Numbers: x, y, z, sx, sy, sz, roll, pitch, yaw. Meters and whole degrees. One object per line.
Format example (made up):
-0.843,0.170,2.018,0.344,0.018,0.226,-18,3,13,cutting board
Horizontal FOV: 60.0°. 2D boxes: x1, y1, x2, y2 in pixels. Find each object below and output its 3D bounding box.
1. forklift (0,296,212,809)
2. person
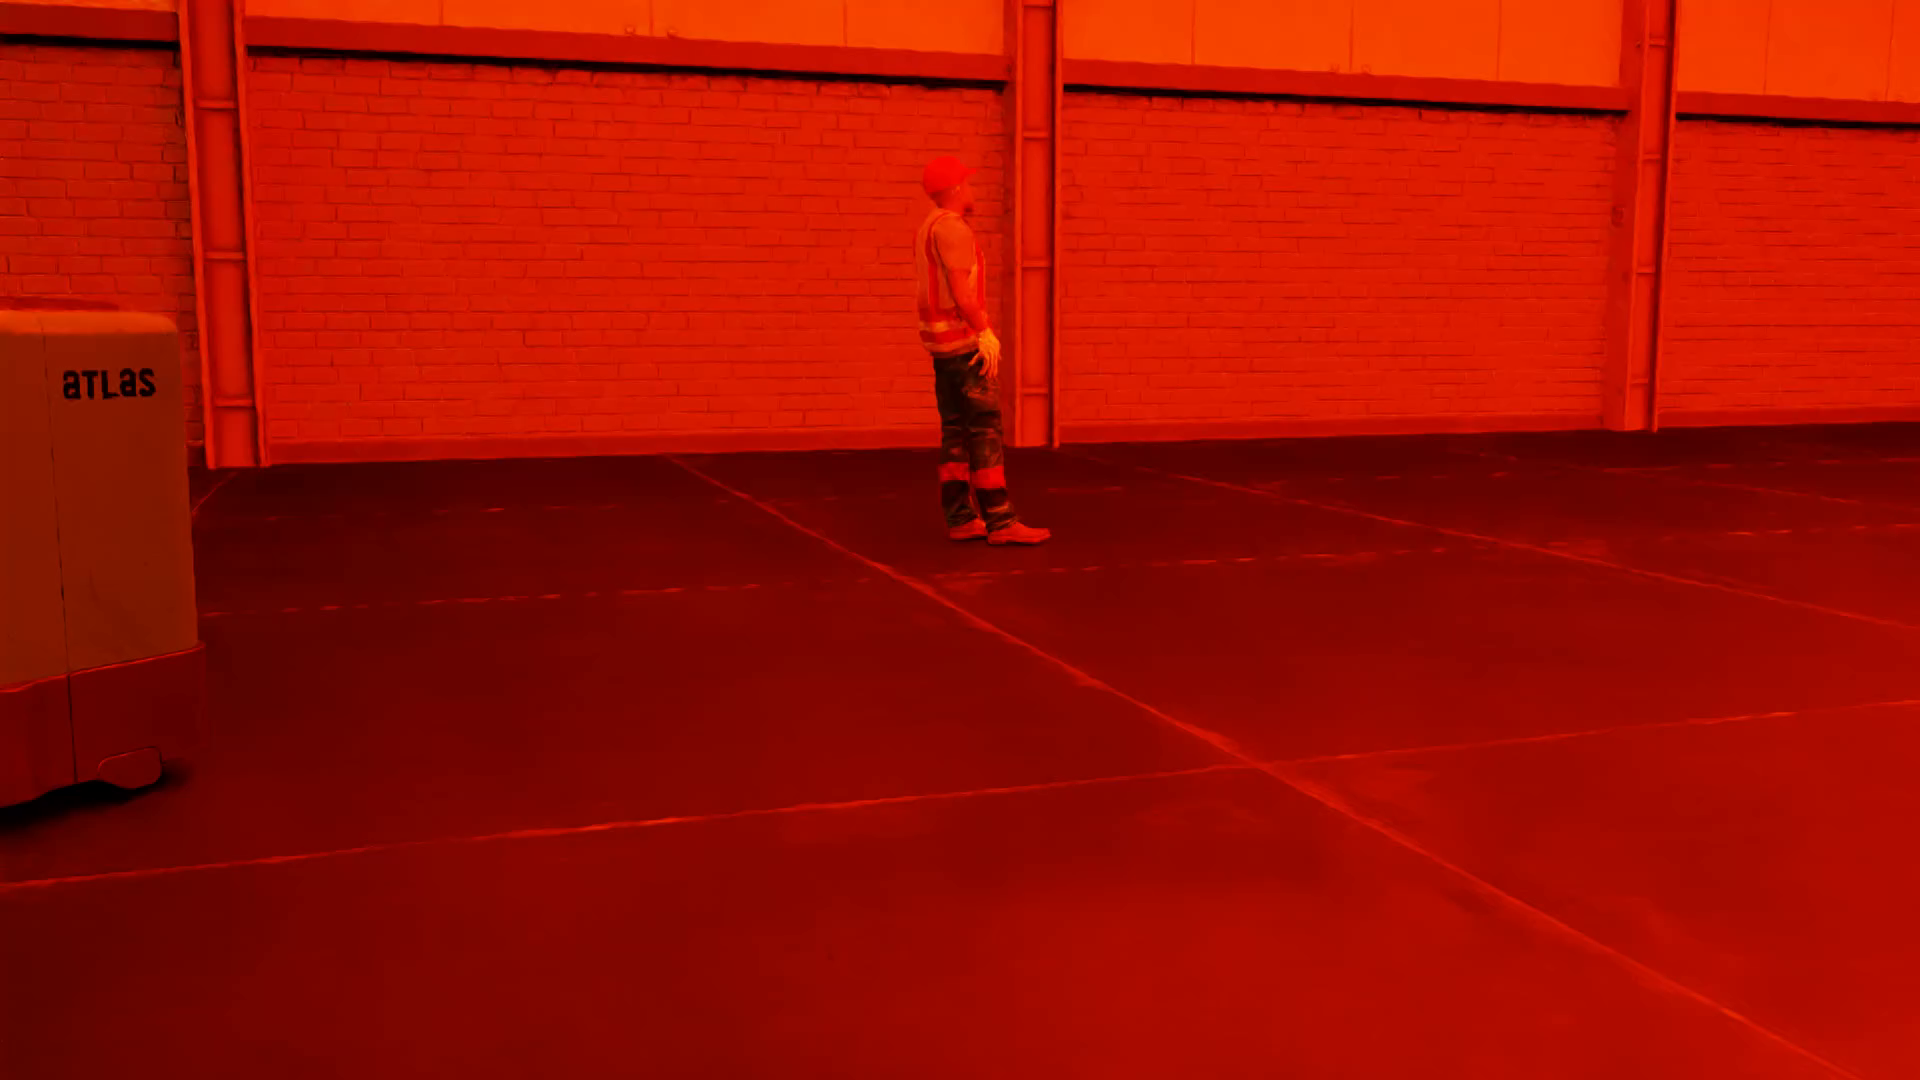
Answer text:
-2.911,-0.762,2.651,1.130,2.935,3.031,4,9,30,forklift
0.080,-0.896,7.817,0.563,1.787,0.637,-3,8,-18,person
